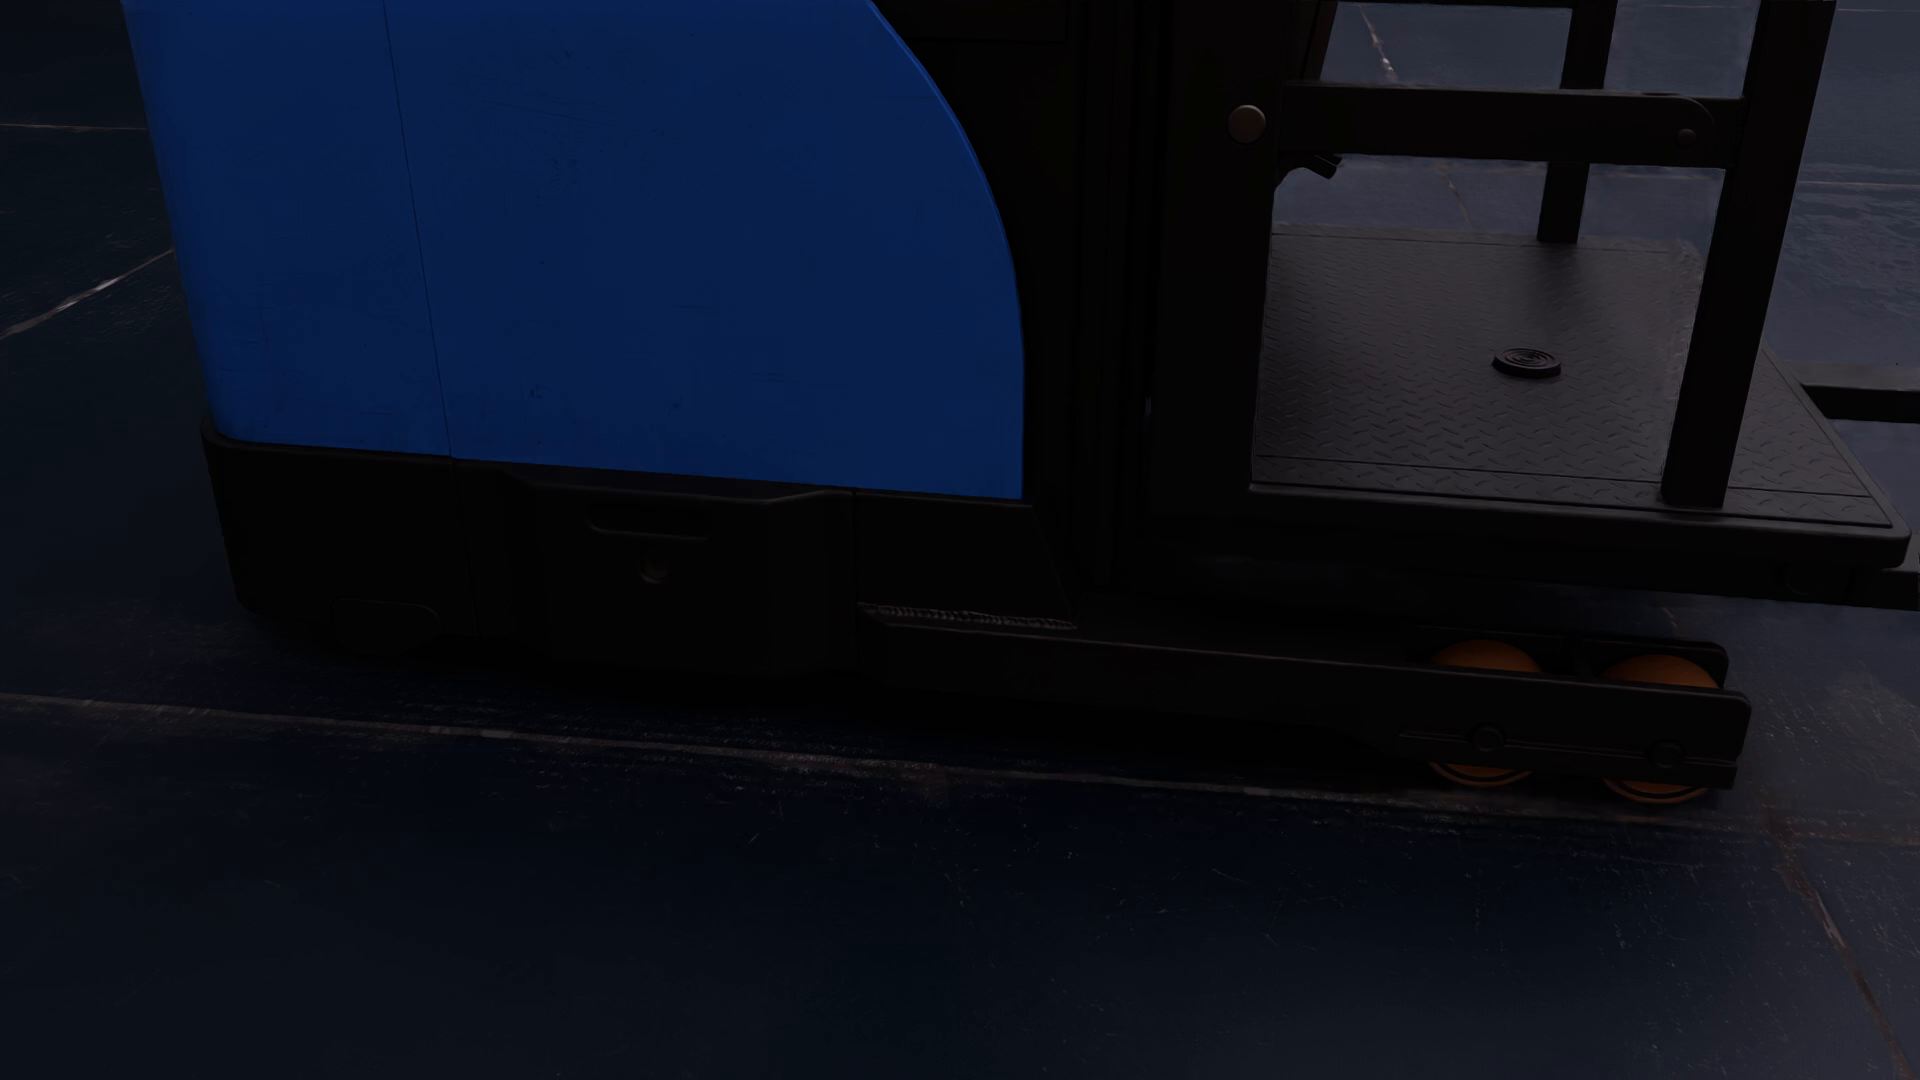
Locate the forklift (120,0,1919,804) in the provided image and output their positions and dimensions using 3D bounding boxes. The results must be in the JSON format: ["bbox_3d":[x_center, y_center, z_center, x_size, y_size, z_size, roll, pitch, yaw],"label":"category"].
[{"bbox_3d":[0.604,-1.268,1.758,3.031,2.935,1.130,4,27,9],"label":"forklift"}]
